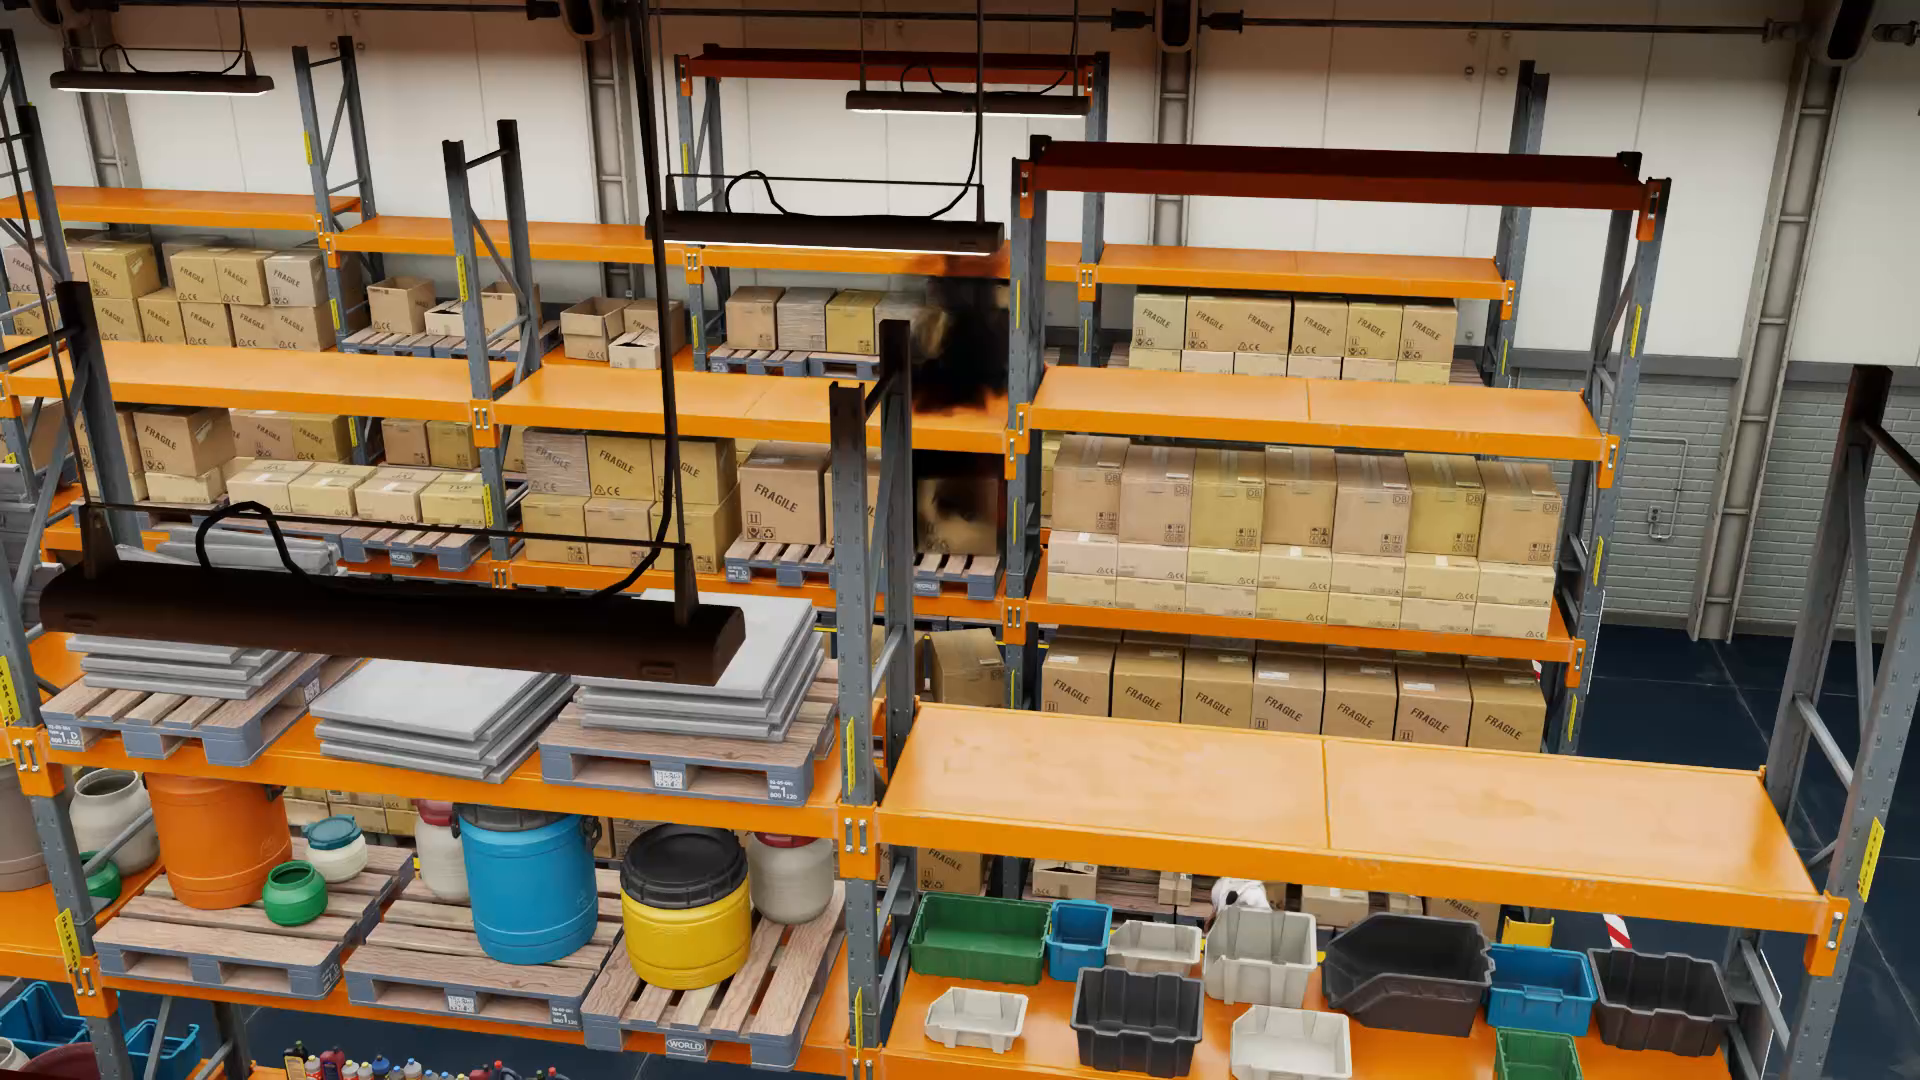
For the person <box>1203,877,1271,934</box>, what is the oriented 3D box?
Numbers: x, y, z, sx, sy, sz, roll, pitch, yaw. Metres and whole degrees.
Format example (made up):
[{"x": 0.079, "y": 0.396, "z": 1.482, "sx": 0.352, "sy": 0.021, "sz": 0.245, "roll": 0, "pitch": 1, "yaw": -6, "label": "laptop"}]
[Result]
[{"x": 1.878, "y": 2.696, "z": 11.160, "sx": 0.592, "sy": 1.682, "sz": 0.586, "roll": -3, "pitch": 23, "yaw": -6, "label": "person"}]
